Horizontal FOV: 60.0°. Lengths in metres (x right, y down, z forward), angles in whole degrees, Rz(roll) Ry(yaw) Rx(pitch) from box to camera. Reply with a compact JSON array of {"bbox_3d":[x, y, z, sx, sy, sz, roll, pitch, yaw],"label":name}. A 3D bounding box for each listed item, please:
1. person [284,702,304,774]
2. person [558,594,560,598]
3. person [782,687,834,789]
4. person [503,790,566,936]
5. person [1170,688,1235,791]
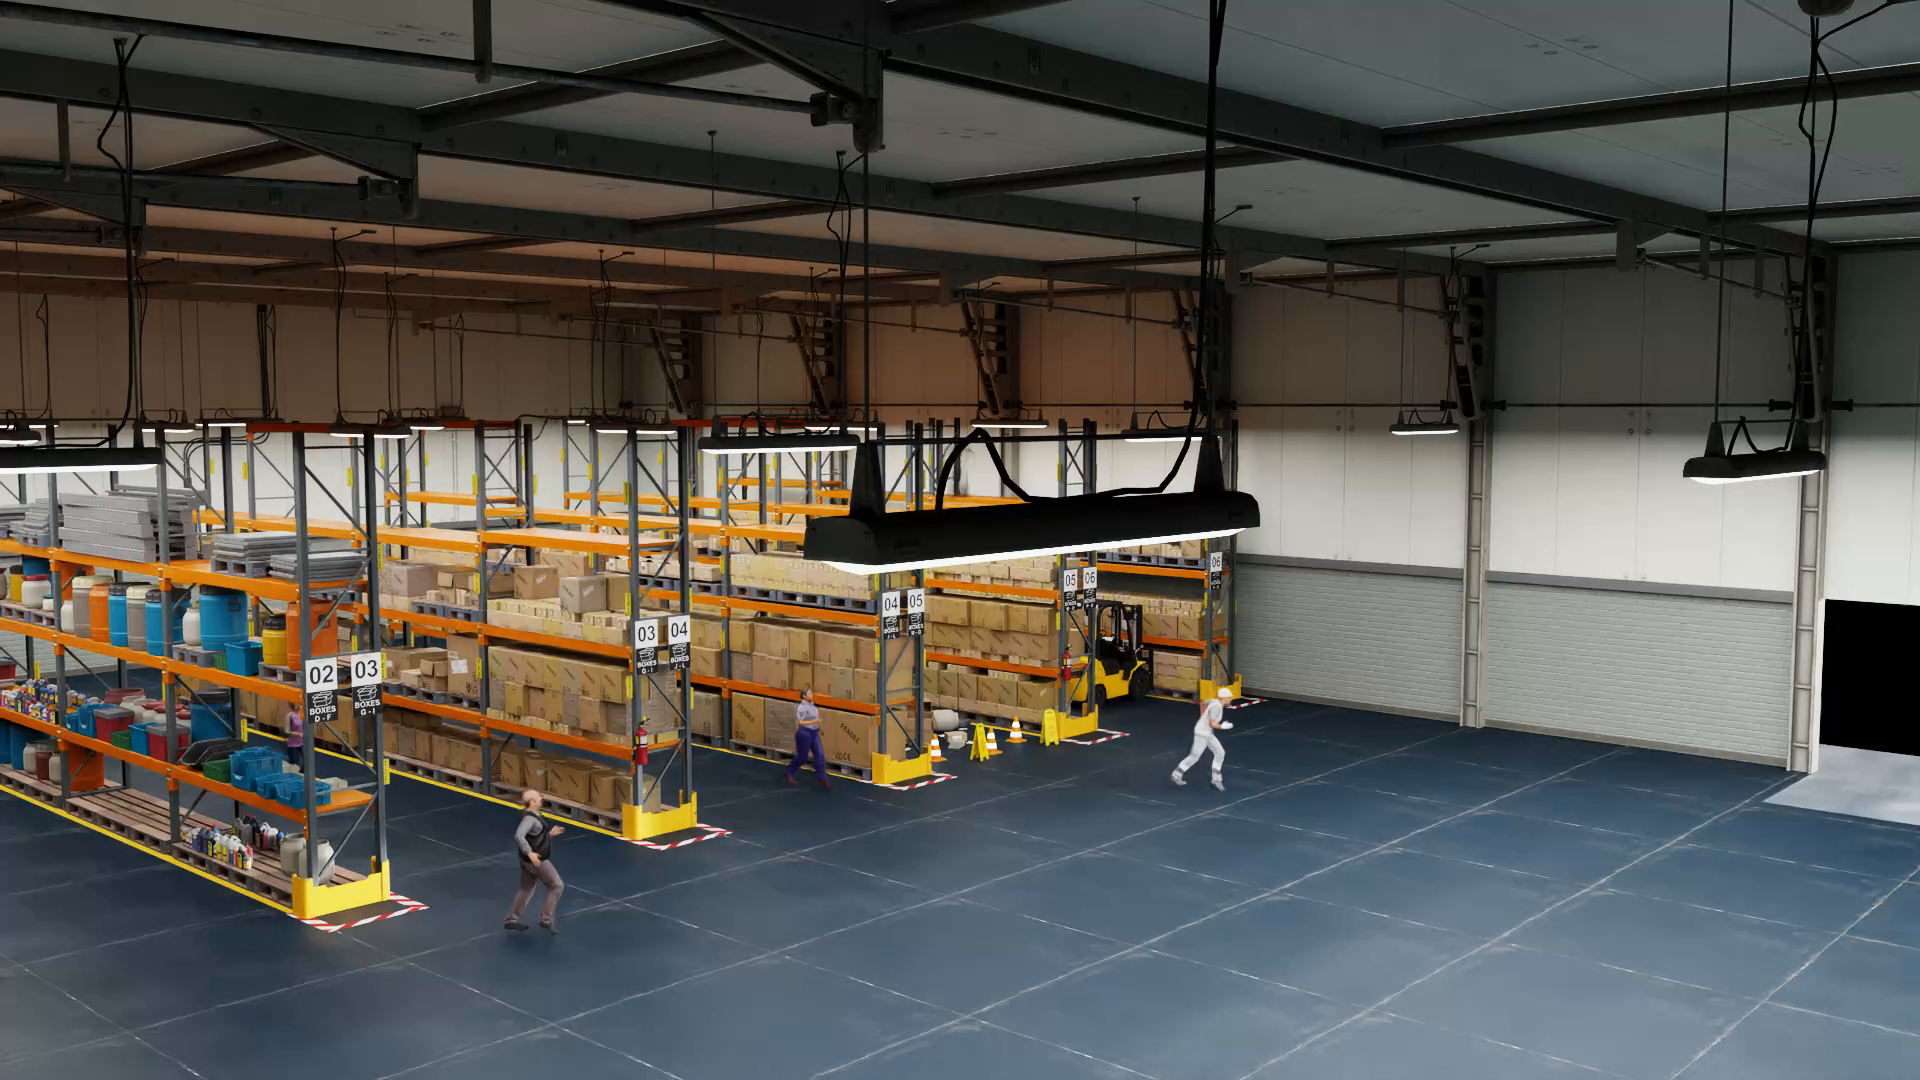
[{"bbox_3d":[-10.700,3.326,26.949,0.636,1.570,0.510,4,6,40],"label":"person"},{"bbox_3d":[-10.266,1.859,43.987,0.646,1.847,0.796,3,5,30],"label":"person"},{"bbox_3d":[-2.526,3.262,27.403,0.880,1.659,0.579,2,5,22],"label":"person"},{"bbox_3d":[-5.063,3.857,19.810,0.749,1.776,0.623,-2,5,-28],"label":"person"},{"bbox_3d":[3.985,3.281,27.340,1.033,1.729,0.705,1,5,10],"label":"person"}]
